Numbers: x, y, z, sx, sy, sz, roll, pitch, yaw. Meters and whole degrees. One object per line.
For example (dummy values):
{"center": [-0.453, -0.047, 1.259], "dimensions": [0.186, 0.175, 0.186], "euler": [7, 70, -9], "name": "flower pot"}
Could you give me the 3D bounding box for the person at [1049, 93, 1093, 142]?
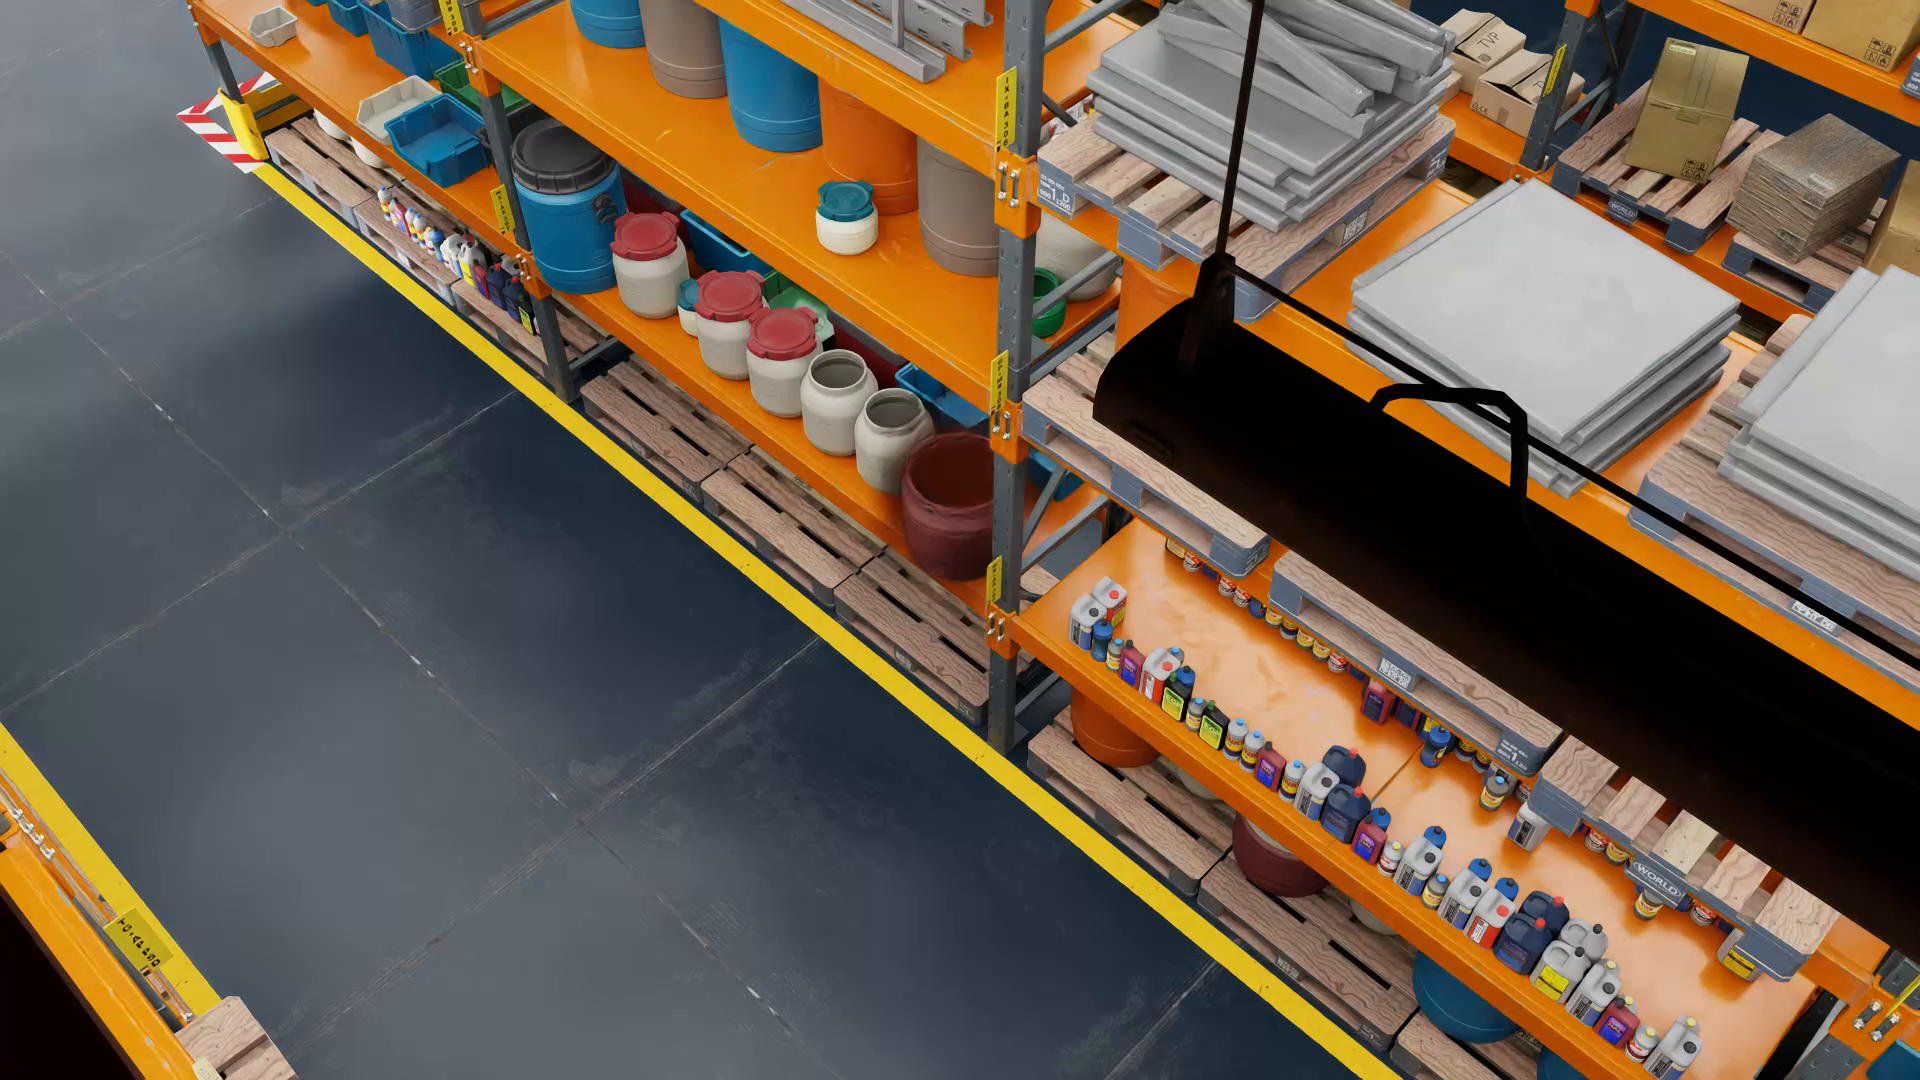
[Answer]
{"center": [0.737, -2.745, 11.638], "dimensions": [0.572, 1.647, 0.571], "euler": [32, 57, 24], "name": "person"}
